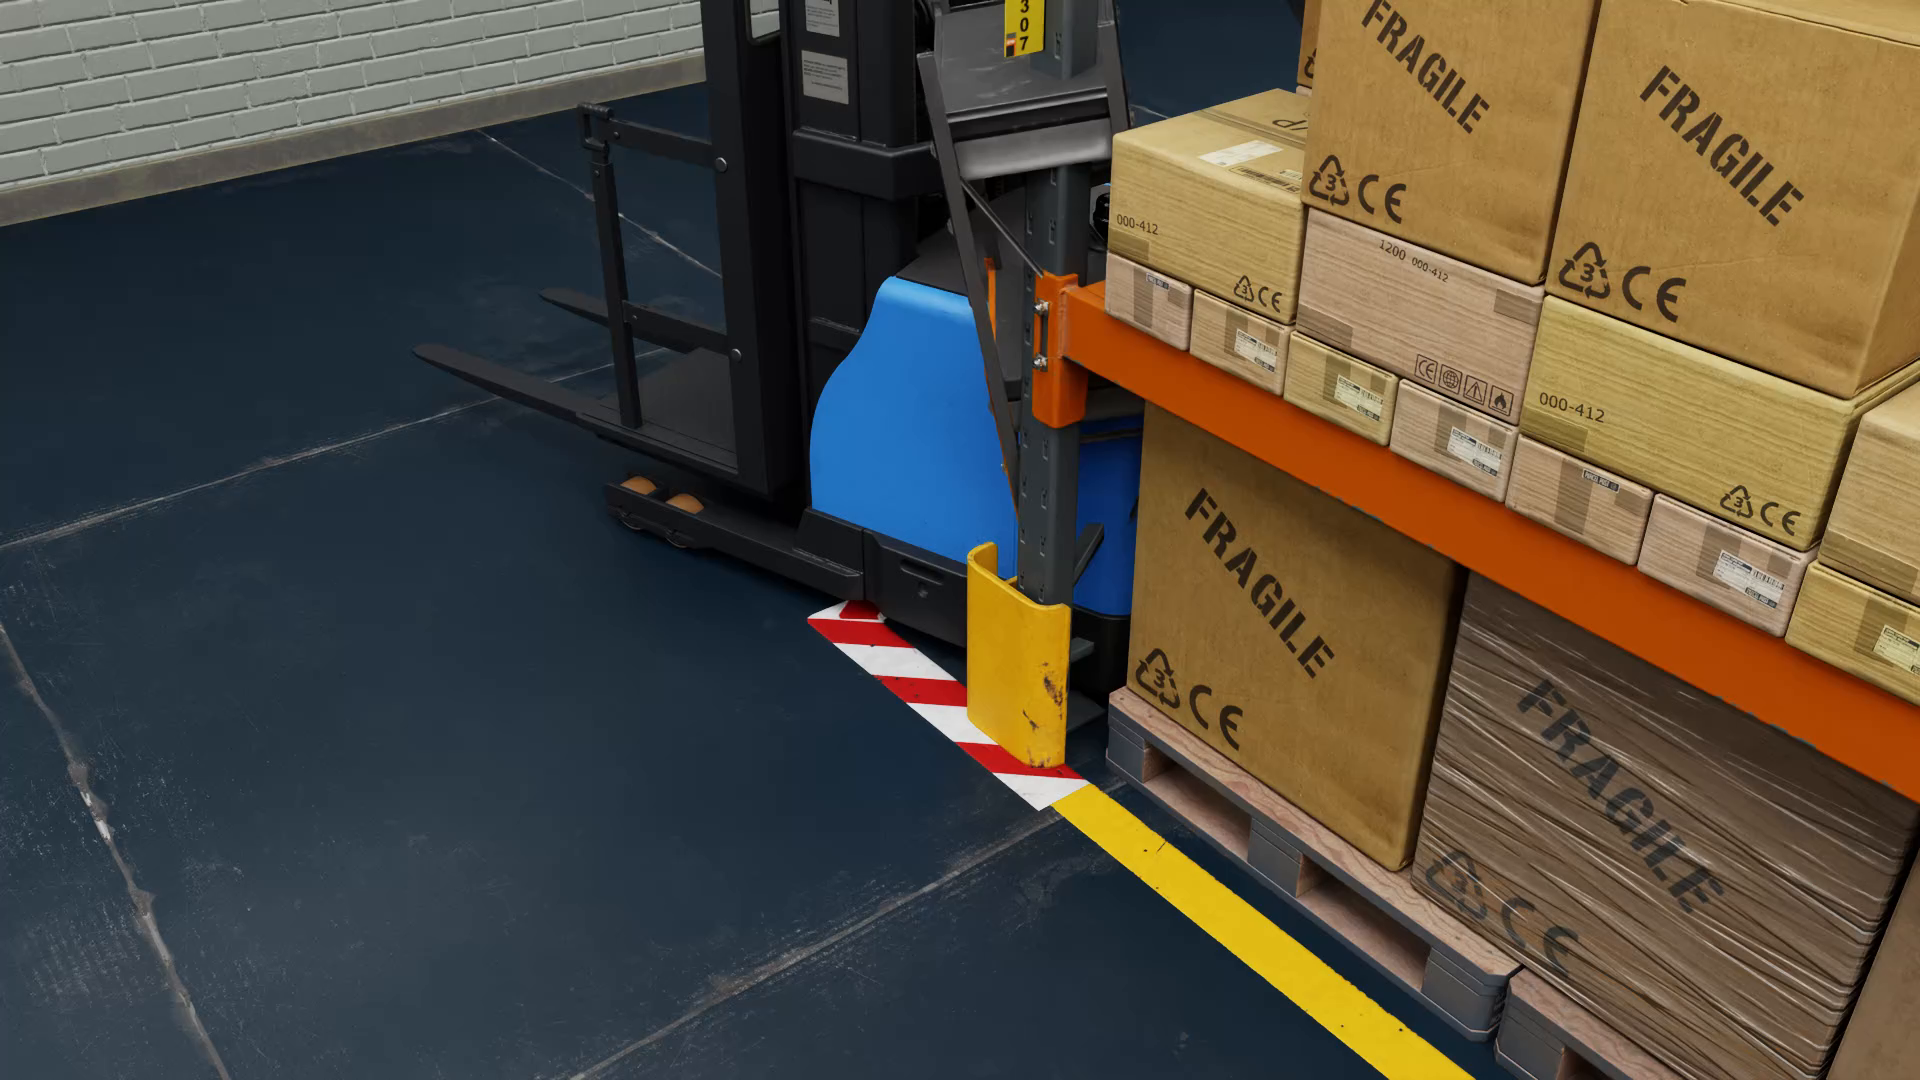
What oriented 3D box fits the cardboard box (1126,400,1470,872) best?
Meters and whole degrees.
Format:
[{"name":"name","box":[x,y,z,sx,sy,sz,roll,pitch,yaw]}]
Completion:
[{"name":"cardboard box","box":[1.030,0.047,3.948,0.875,0.875,0.875,-22,38,-31]}]

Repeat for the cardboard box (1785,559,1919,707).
[{"name":"cardboard box","box":[1.475,0.084,2.511,0.380,0.149,0.250,-23,39,-33]}]

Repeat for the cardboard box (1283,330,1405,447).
[{"name":"cardboard box","box":[0.847,-0.344,3.199,0.380,0.149,0.250,-23,39,-32]}]

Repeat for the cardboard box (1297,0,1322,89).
[{"name":"cardboard box","box":[1.080,-1.182,3.459,0.500,0.500,0.500,-22,38,-31]}]

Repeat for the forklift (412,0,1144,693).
[{"name":"forklift","box":[-0.515,-1.430,4.774,3.031,2.935,1.130,20,37,29]}]

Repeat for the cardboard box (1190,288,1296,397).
[{"name":"cardboard box","box":[0.689,-0.451,3.371,0.380,0.149,0.250,-23,38,-32]}]

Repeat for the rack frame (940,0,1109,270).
[{"name":"rack frame","box":[0.309,-0.572,4.377,0.400,2.100,0.015,-7,42,8]}]

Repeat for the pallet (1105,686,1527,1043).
[{"name":"pallet","box":[1.126,0.574,4.126,1.003,0.211,1.213,-22,38,-31]}]

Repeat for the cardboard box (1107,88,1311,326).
[{"name":"cardboard box","box":[0.655,-0.694,3.384,0.500,0.250,0.500,-23,39,-33]}]

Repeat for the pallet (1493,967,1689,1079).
[{"name":"pallet","box":[1.870,1.082,3.308,1.003,0.211,1.213,-22,38,-31]}]

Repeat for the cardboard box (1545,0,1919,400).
[{"name":"cardboard box","box":[1.284,-0.590,2.506,0.500,0.500,0.500,-23,39,-33]}]

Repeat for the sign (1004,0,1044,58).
[{"name":"sign","box":[0.132,-1.143,3.351,0.100,0.325,0.005,-22,38,-31]}]

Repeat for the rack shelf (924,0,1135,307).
[{"name":"rack shelf","box":[0.179,-0.903,3.741,0.431,0.518,0.480,-7,42,8]}]

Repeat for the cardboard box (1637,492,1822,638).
[{"name":"cardboard box","box":[1.321,-0.022,2.680,0.380,0.149,0.250,-23,38,-32]}]

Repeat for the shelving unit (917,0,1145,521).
[{"name":"shelving unit","box":[0.306,-0.406,4.198,0.431,2.100,0.503,-7,42,8]}]

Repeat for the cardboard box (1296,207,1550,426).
[{"name":"cardboard box","box":[0.979,-0.479,3.039,0.500,0.250,0.500,-23,38,-32]}]

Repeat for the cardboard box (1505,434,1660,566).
[{"name":"cardboard box","box":[1.163,-0.129,2.853,0.380,0.149,0.250,-23,39,-32]}]

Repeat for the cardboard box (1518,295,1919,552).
[{"name":"cardboard box","box":[1.284,-0.269,2.700,0.500,0.250,0.500,-24,39,-33]}]

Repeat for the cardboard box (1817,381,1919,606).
[{"name":"cardboard box","box":[1.608,-0.053,2.352,0.500,0.250,0.500,-23,39,-32]}]

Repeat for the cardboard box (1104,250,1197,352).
[{"name":"cardboard box","box":[0.531,-0.557,3.542,0.380,0.149,0.250,-22,38,-31]}]

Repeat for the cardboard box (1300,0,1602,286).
[{"name":"cardboard box","box":[0.962,-0.804,2.851,0.500,0.500,0.500,-23,39,-32]}]

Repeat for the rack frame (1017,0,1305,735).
[{"name":"rack frame","box":[0.574,-0.918,3.886,1.000,3.000,0.127,-22,38,-31]}]

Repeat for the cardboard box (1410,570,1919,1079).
[{"name":"cardboard box","box":[1.588,0.426,3.337,0.875,0.875,0.875,-22,38,-31]}]

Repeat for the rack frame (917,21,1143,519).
[{"name":"rack frame","box":[0.304,-0.241,4.019,0.400,2.100,0.015,-7,42,8]}]

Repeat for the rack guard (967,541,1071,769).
[{"name":"rack guard","box":[0.559,0.133,4.561,1.175,0.500,0.348,-22,38,-31]}]

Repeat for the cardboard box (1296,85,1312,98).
[{"name":"cardboard box","box":[1.081,-0.865,3.660,0.500,0.250,0.500,-23,39,-32]}]

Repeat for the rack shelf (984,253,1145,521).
[{"name":"rack shelf","box":[0.309,-0.396,4.207,0.431,0.518,0.480,-7,42,8]}]

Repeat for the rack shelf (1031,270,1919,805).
[{"name":"rack shelf","box":[1.800,0.221,2.734,1.077,0.370,4.000,-22,38,-31]}]

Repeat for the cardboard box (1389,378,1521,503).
[{"name":"cardboard box","box":[1.008,-0.236,3.025,0.380,0.149,0.250,-23,39,-32]}]
